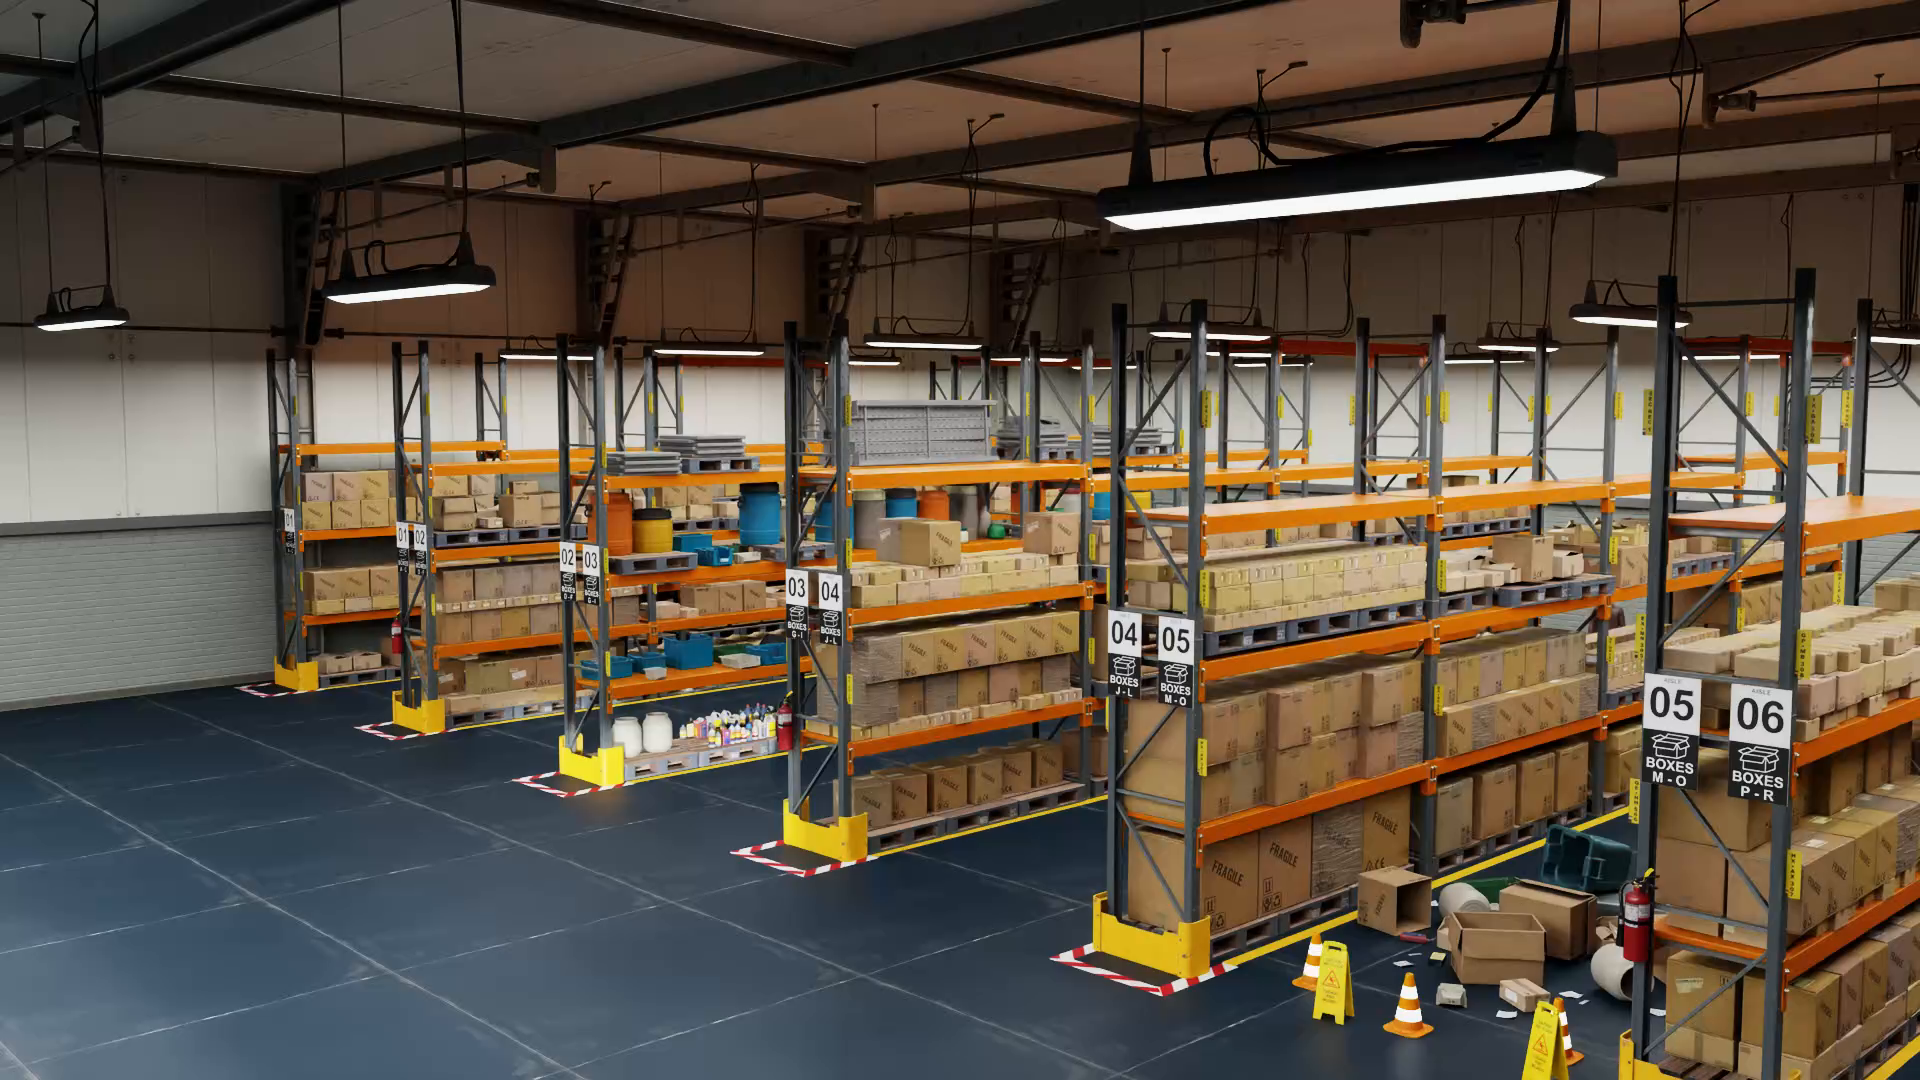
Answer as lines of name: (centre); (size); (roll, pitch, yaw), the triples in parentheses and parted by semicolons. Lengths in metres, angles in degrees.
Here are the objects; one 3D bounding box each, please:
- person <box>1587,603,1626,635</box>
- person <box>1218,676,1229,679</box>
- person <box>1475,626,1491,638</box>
person: (11.272, 1.759, 28.958); (0.661, 1.735, 0.993); (2, 5, 19)
person: (3.276, 2.401, 21.674); (0.606, 1.788, 0.548); (1, 5, 15)
person: (8.248, 2.036, 26.155); (0.554, 1.669, 0.948); (5, 7, 44)
